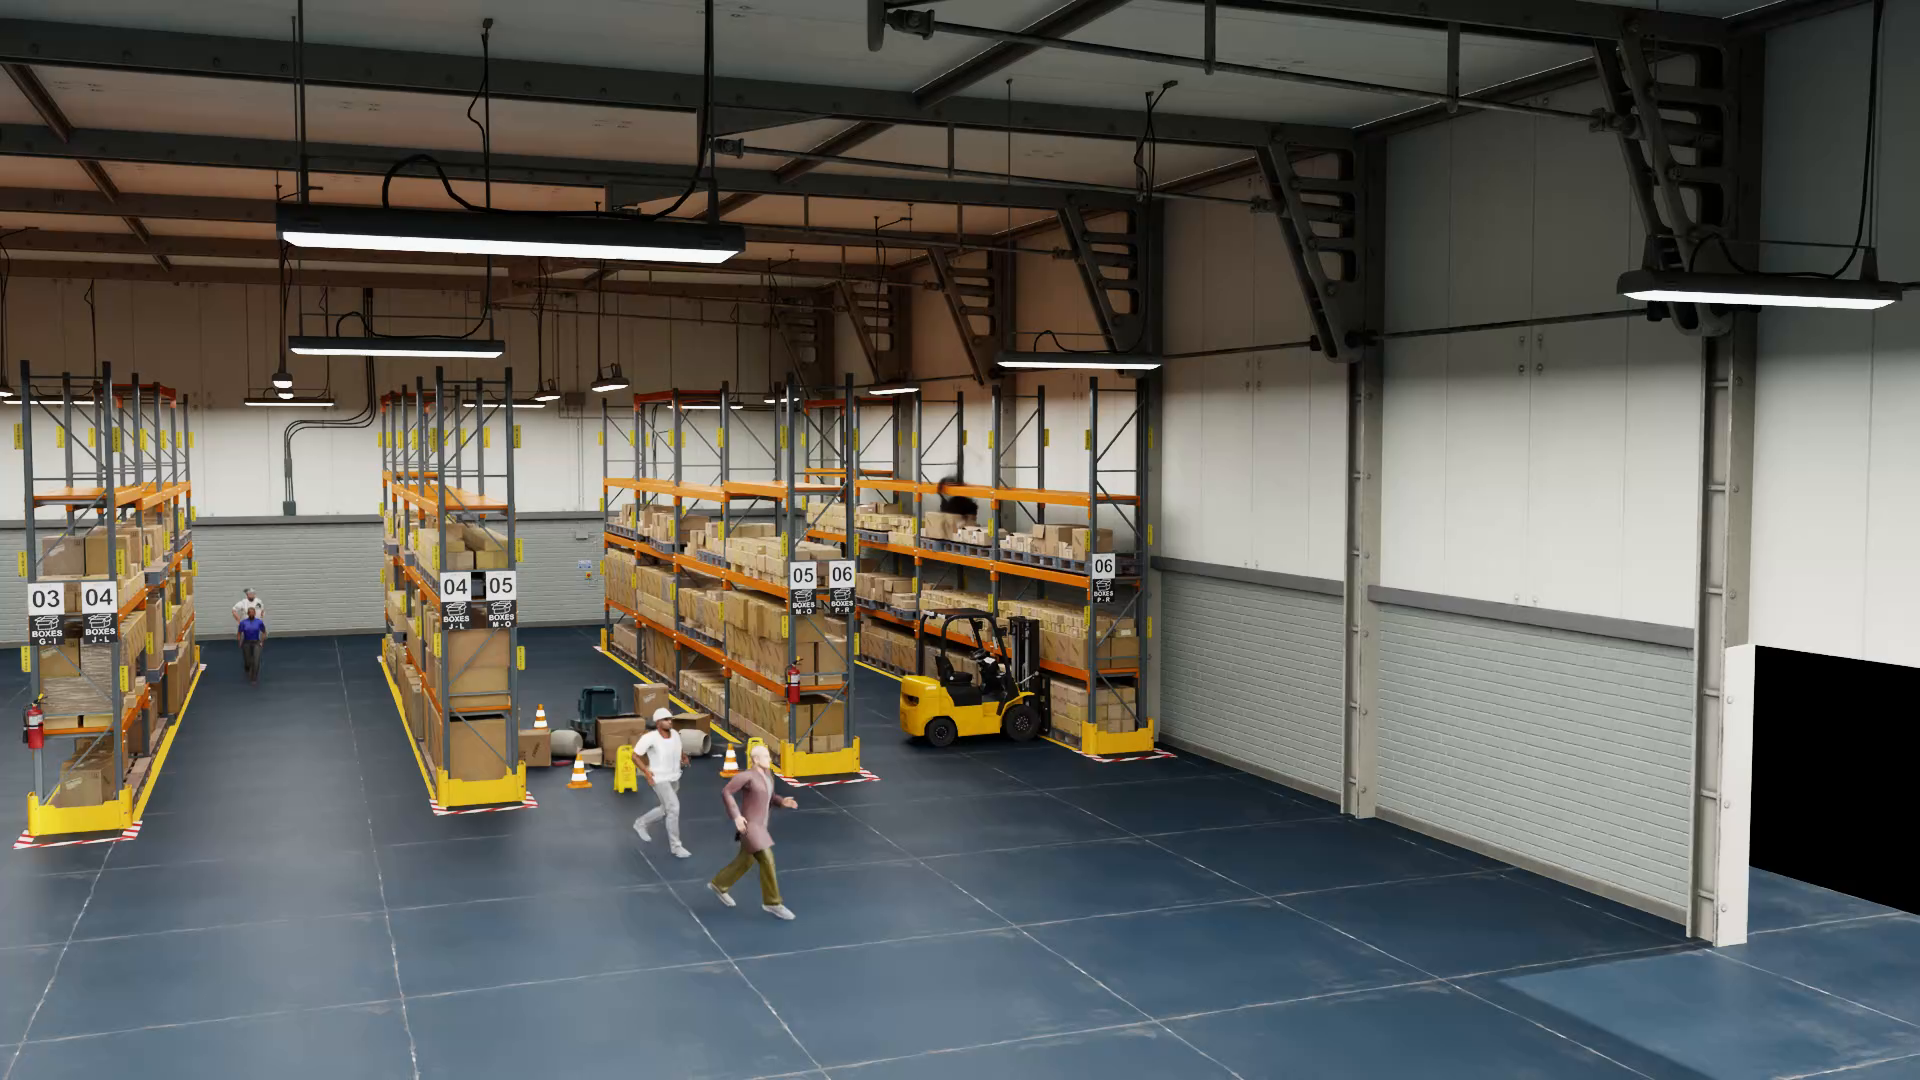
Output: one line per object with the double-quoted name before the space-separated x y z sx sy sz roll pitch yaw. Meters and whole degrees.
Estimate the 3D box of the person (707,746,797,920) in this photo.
"person" -2.214 3.057 17.542 1.037 1.802 0.650 1 4 14

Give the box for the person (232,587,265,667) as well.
"person" -15.677 1.930 36.808 0.703 1.802 0.659 2 4 29

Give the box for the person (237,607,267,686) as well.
"person" -14.500 2.169 34.040 0.543 1.597 0.589 -2 4 -25

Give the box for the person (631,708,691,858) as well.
"person" -3.597 2.910 20.154 0.895 1.774 0.686 2 4 30
